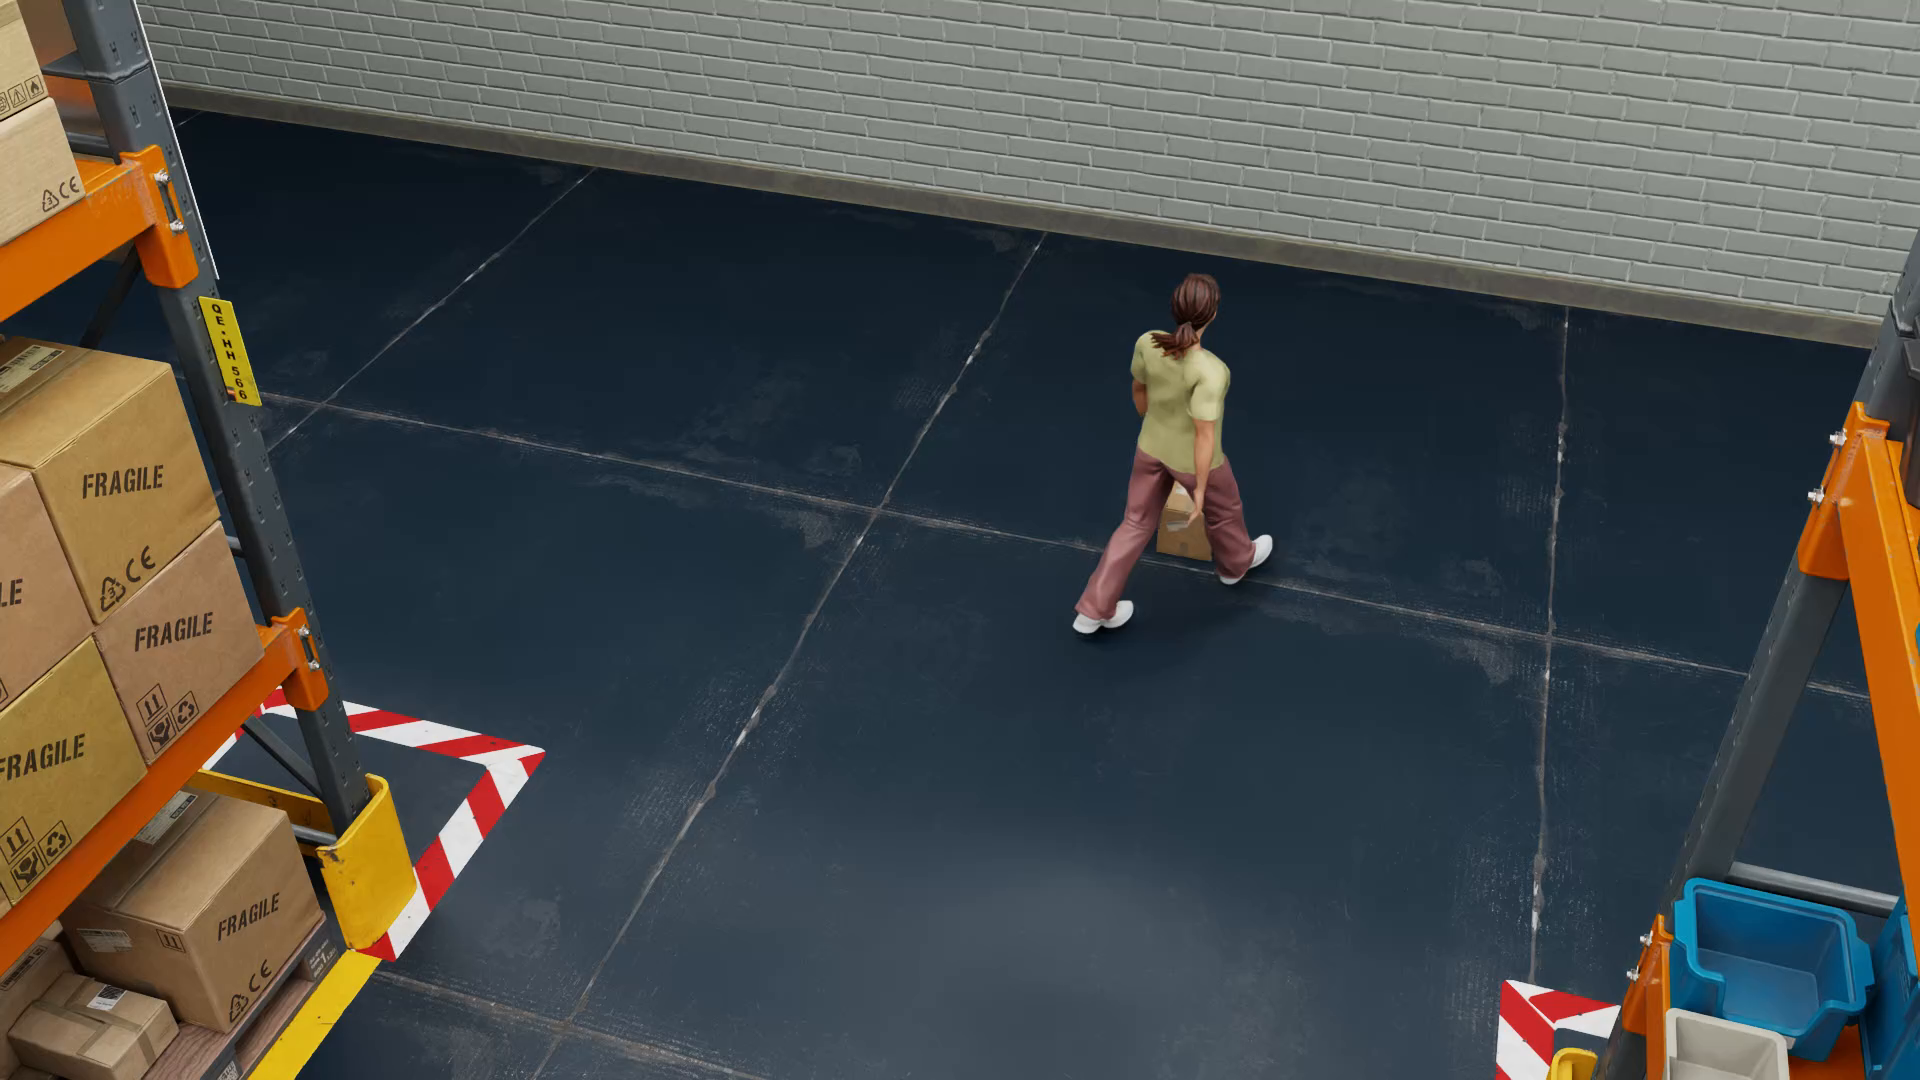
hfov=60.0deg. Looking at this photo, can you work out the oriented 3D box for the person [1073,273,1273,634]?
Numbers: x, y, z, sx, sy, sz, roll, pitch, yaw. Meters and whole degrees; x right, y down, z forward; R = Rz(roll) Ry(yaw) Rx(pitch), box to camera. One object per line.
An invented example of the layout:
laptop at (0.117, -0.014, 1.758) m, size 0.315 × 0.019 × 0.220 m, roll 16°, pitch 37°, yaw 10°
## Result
person at (0.917, -0.389, 6.695) m, size 0.461 × 1.610 × 1.041 m, roll 28°, pitch 45°, yaw 32°
